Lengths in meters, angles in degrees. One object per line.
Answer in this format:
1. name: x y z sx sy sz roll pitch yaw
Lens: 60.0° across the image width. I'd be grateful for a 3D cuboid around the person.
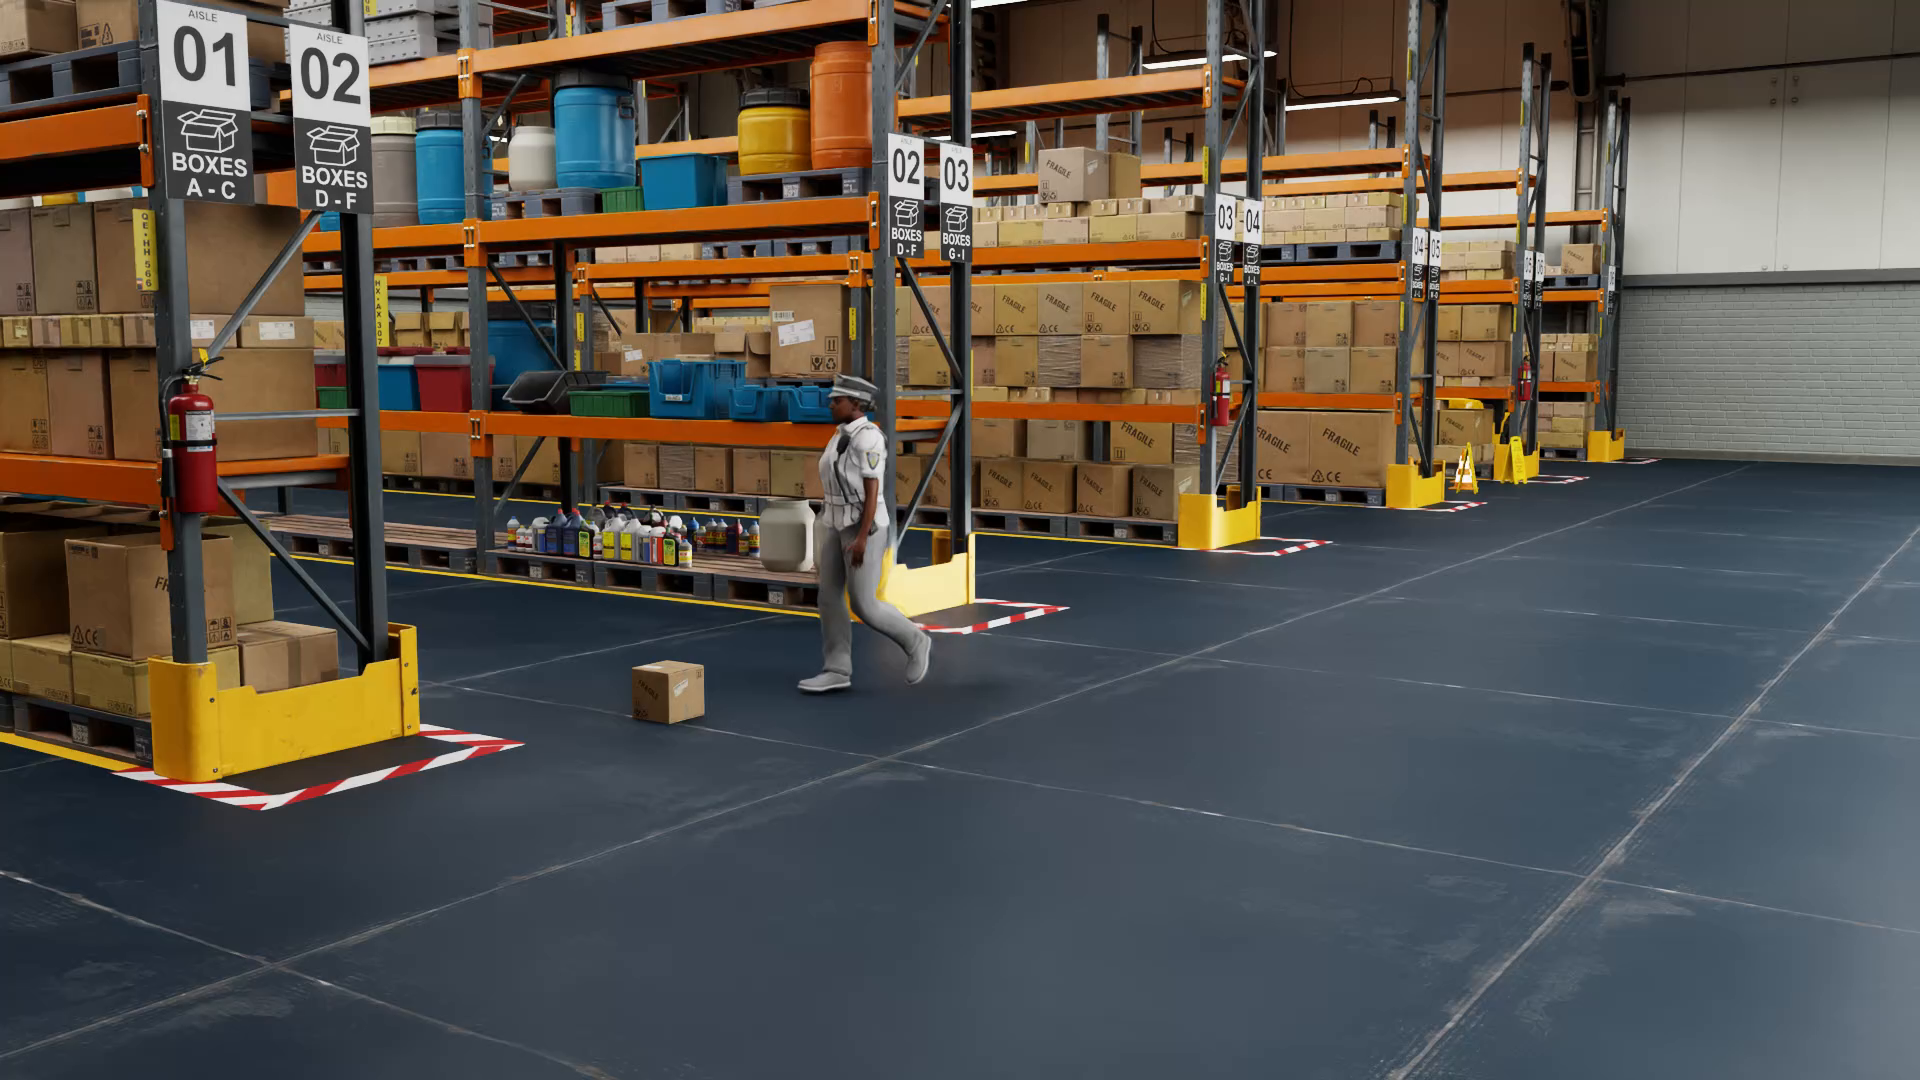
1. person: -0.516 -0.042 8.761 0.721 1.654 0.464 -4 7 -29
